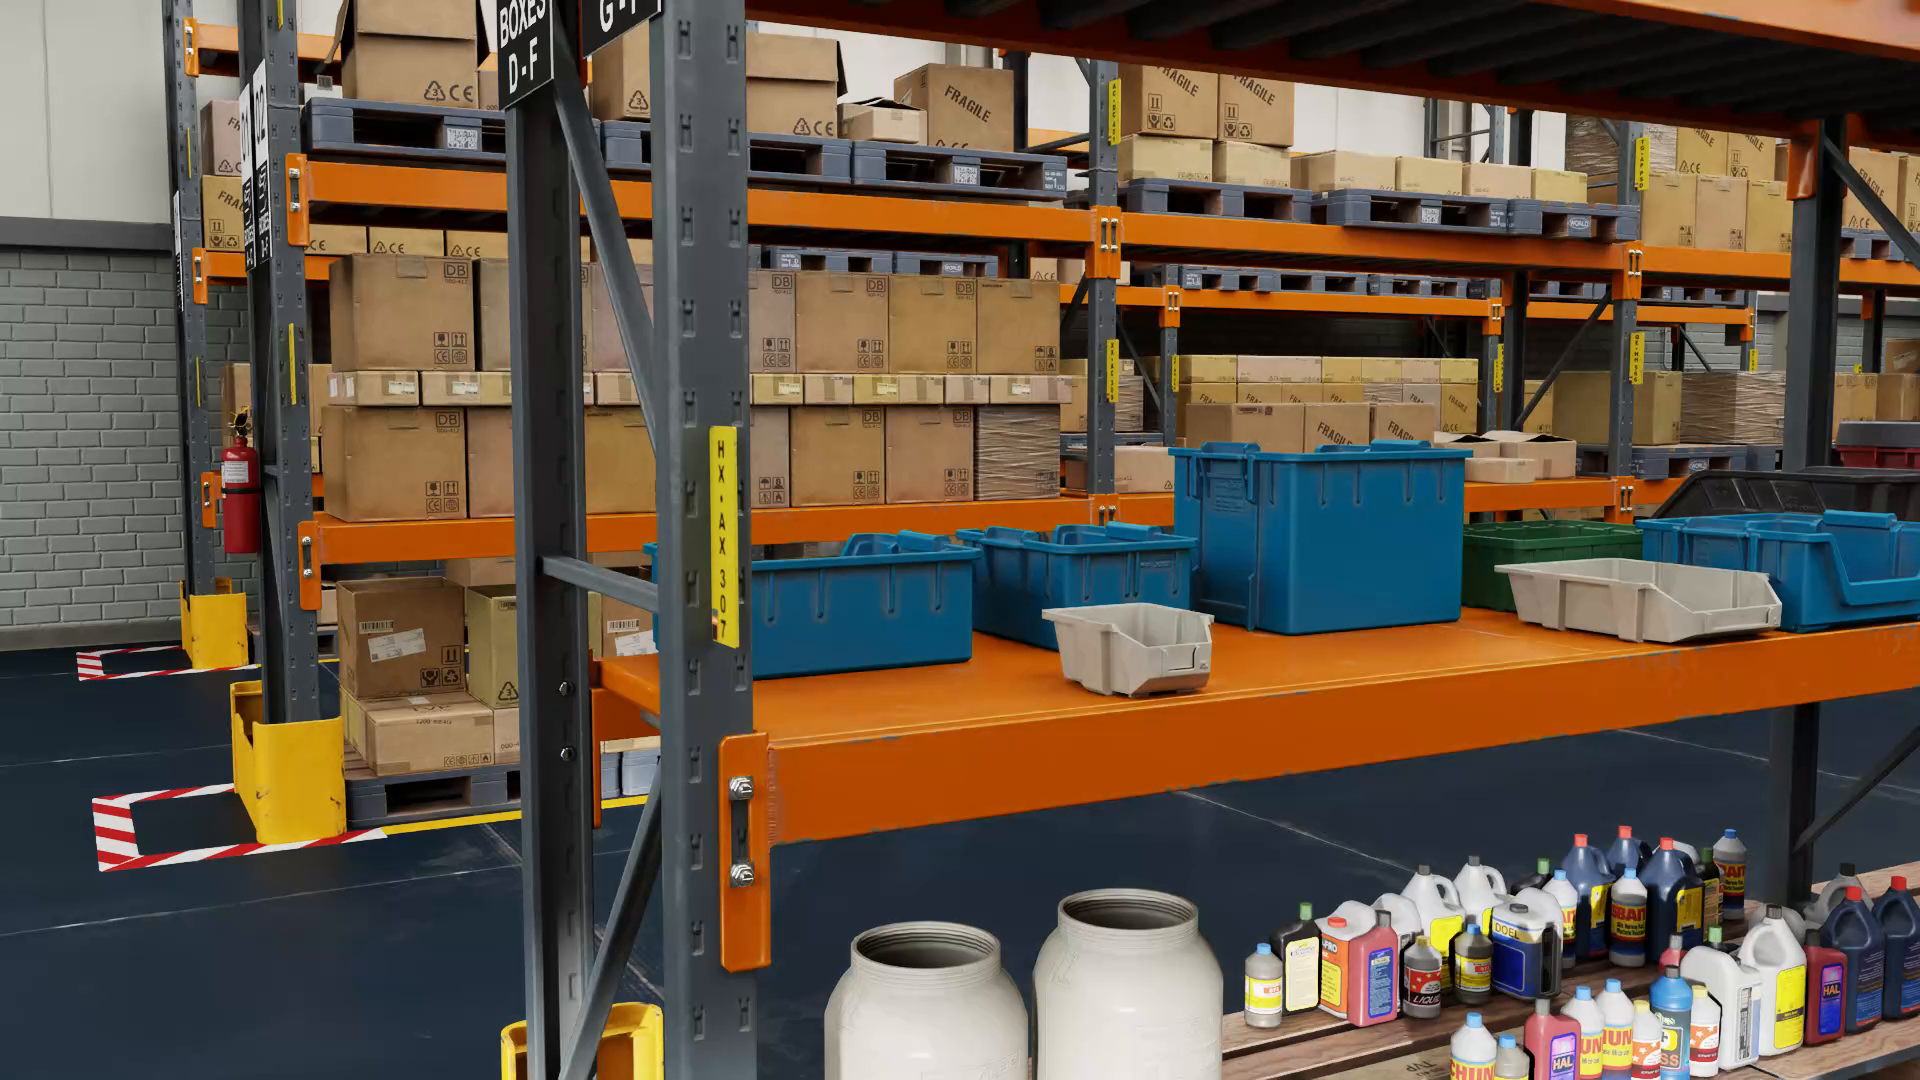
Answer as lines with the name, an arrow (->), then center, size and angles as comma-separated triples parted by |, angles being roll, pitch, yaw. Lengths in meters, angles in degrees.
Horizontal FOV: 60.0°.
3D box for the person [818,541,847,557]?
person -> -0.863, -0.068, 11.952 | 0.503, 1.758, 0.587 | -3, 6, -28
